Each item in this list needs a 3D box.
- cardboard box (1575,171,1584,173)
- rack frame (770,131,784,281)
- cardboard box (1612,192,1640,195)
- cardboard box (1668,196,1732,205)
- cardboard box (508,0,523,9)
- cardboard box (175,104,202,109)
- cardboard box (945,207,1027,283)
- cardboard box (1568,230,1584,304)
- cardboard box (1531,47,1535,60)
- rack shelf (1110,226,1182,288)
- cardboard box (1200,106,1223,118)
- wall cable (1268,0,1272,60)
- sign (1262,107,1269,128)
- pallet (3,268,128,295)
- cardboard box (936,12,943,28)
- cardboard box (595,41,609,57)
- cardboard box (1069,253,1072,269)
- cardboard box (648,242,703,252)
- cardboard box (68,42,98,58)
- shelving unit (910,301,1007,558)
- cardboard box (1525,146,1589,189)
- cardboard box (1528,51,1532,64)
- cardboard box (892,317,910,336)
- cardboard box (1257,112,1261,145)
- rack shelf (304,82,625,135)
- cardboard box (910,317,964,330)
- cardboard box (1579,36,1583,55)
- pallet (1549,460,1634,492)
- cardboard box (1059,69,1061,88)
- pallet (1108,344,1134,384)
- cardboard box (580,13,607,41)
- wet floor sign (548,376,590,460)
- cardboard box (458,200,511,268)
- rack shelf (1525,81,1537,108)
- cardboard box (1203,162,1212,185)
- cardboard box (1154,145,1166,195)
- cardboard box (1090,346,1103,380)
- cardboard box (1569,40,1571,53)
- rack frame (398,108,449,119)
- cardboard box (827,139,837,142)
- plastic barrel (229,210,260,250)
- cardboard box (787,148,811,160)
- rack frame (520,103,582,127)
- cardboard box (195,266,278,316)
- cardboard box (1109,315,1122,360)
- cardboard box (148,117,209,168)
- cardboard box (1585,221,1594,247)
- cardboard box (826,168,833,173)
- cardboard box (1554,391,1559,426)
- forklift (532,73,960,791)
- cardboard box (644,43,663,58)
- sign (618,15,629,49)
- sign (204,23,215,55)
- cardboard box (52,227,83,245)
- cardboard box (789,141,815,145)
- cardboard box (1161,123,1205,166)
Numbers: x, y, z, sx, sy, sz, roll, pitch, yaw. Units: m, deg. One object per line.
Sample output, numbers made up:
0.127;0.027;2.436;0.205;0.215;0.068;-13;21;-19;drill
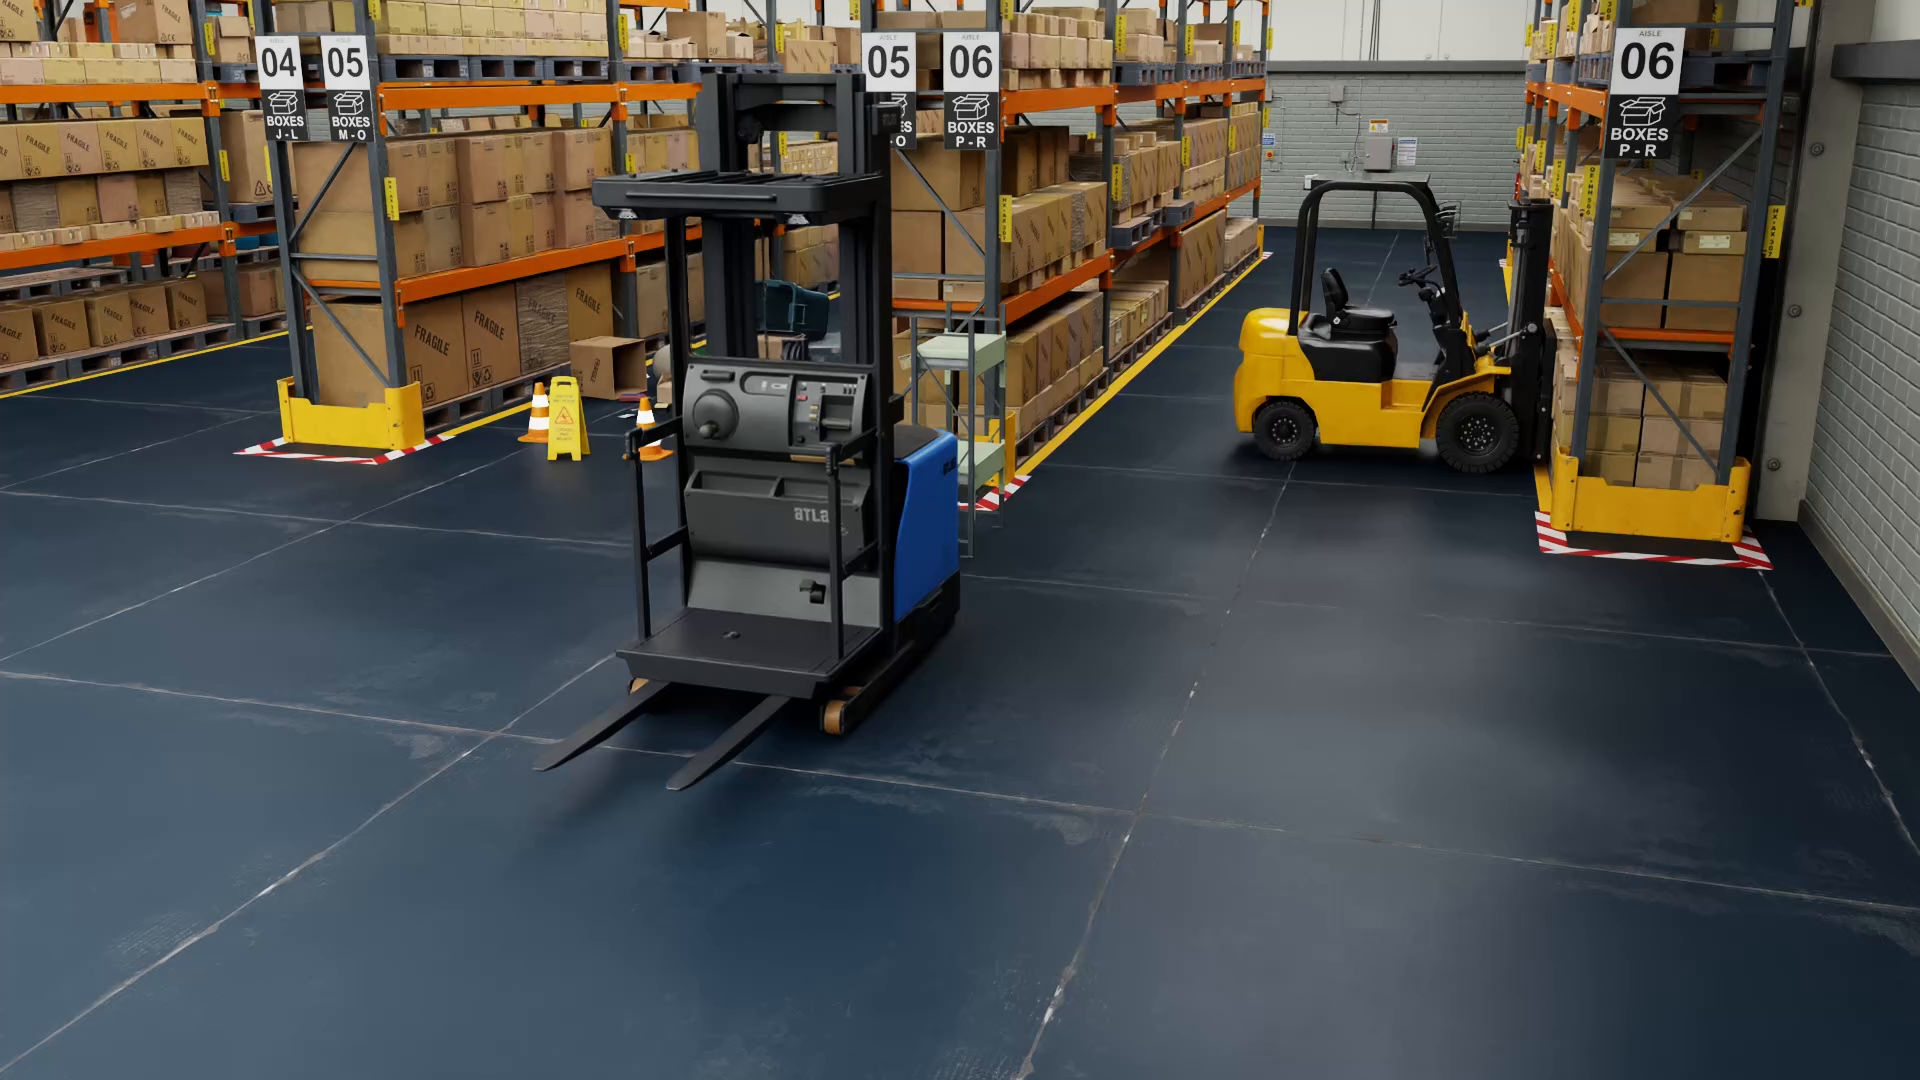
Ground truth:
6.229;-3.635;16.774;0.380;0.149;0.250;5;17;16;cardboard box
-2.704;-4.353;20.679;1.000;3.000;0.127;5;16;16;rack frame
4.655;-2.405;11.896;0.380;0.149;0.250;5;17;17;cardboard box
5.110;-2.293;11.499;0.380;0.149;0.250;5;17;16;cardboard box
-4.071;-4.745;14.609;0.380;0.149;0.250;5;17;17;cardboard box
-14.517;-8.017;31.583;0.500;0.500;0.500;4;16;15;cardboard box
0.197;-2.196;12.347;0.500;0.500;0.500;4;16;15;cardboard box
4.747;-1.985;12.147;0.500;0.500;0.500;4;16;15;cardboard box
7.394;-6.118;20.913;0.380;0.149;0.250;5;17;16;cardboard box
1.502;-3.126;17.672;1.077;0.370;4.000;5;16;16;rack shelf
3.546;-5.946;23.090;0.380;0.149;0.250;4;16;15;cardboard box
5.690;-10.485;31.303;0.463;3.000;0.029;5;16;16;wall cable
4.860;-6.714;26.446;0.100;0.325;0.005;5;16;16;sign
-12.437;-3.607;23.159;1.003;0.211;1.213;5;16;16;pallet
-0.280;-3.784;12.176;0.380;0.149;0.250;5;17;17;cardboard box
-3.638;-4.759;16.120;0.380;0.149;0.250;5;16;16;cardboard box
0.748;-2.390;14.218;0.380;0.149;0.250;4;16;15;cardboard box
-3.209;-3.091;19.584;1.050;0.750;0.750;5;17;17;cardboard box
-8.753;-4.828;16.400;0.380;0.149;0.250;5;17;18;cardboard box
-0.002;-0.720;10.619;0.431;1.500;0.755;5;16;16;shelving unit
7.468;-4.663;20.821;0.700;0.500;0.500;5;17;16;cardboard box
8.716;-7.124;24.680;0.500;0.250;0.500;4;16;15;cardboard box
-0.782;-2.241;16.426;0.500;0.500;0.500;5;16;16;cardboard box
4.435;-6.473;26.138;0.500;0.500;0.500;5;17;18;cardboard box
-4.409;-3.880;14.834;1.077;0.370;4.000;5;16;16;rack shelf
-0.186;-1.786;13.334;0.380;0.149;0.250;5;17;17;cardboard box
5.275;-4.044;13.599;0.380;0.149;0.250;5;17;17;cardboard box
4.734;-0.380;11.783;1.003;0.211;1.213;5;16;16;pallet
0.602;-3.697;13.329;0.380;0.149;0.250;4;16;14;cardboard box
1.153;-1.811;16.828;1.003;0.211;1.213;5;16;16;pallet
-3.735;-4.922;15.965;0.500;0.250;0.500;4;16;15;cardboard box
-3.088;-0.966;13.053;0.267;0.644;0.232;2;16;6;wet floor sign
-4.501;-2.715;14.630;0.875;0.550;0.550;5;16;16;cardboard box
8.535;-6.278;23.288;1.077;0.370;4.000;5;16;16;rack shelf
2.909;-4.674;21.168;0.500;0.250;0.500;5;17;17;cardboard box
1.929;-3.980;17.866;0.500;0.500;0.500;3;16;12;cardboard box
1.023;-1.653;15.428;0.500;0.250;0.500;5;17;18;cardboard box
5.715;-4.449;15.027;0.380;0.149;0.250;5;16;16;cardboard box
-9.906;-7.241;30.861;1.000;3.000;0.127;5;16;16;rack frame
-1.701;-5.739;24.838;0.500;0.500;0.500;5;16;16;cardboard box
-11.415;-5.061;26.251;0.600;0.901;0.708;5;16;16;plastic barrel
-2.164;-5.030;21.666;0.380;0.149;0.250;4;16;14;cardboard box
-6.294;-5.810;25.818;1.000;3.000;0.127;5;16;16;rack frame
-8.373;-2.886;19.280;0.700;0.500;0.500;3;16;12;cardboard box
1.080;-2.024;16.515;0.950;0.372;0.625;5;17;17;cardboard box
-8.432;-4.251;17.758;0.500;0.500;0.500;5;16;16;cardboard box
4.431;-2.060;11.224;0.380;0.149;0.250;5;17;17;cardboard box
-1.934;-4.950;22.477;0.380;0.149;0.250;4;16;14;cardboard box
4.548;-0.920;11.930;0.500;0.250;0.500;4;16;15;cardboard box
-0.945;-0.632;7.686;1.130;2.935;3.031;5;17;18;forklift
-3.308;-5.131;17.432;0.250;0.149;0.380;5;16;16;cardboard box
-3.309;-4.994;16.348;0.100;0.325;0.005;5;16;16;sign
-8.045;-5.369;17.818;0.100;0.325;0.005;5;16;16;sign
-8.876;-2.991;16.338;0.380;0.149;0.250;5;16;16;cardboard box
-2.269;-5.559;23.532;0.380;0.149;0.250;5;17;16;cardboard box
2.738;-4.899;20.590;0.500;0.500;0.500;5;17;17;cardboard box
